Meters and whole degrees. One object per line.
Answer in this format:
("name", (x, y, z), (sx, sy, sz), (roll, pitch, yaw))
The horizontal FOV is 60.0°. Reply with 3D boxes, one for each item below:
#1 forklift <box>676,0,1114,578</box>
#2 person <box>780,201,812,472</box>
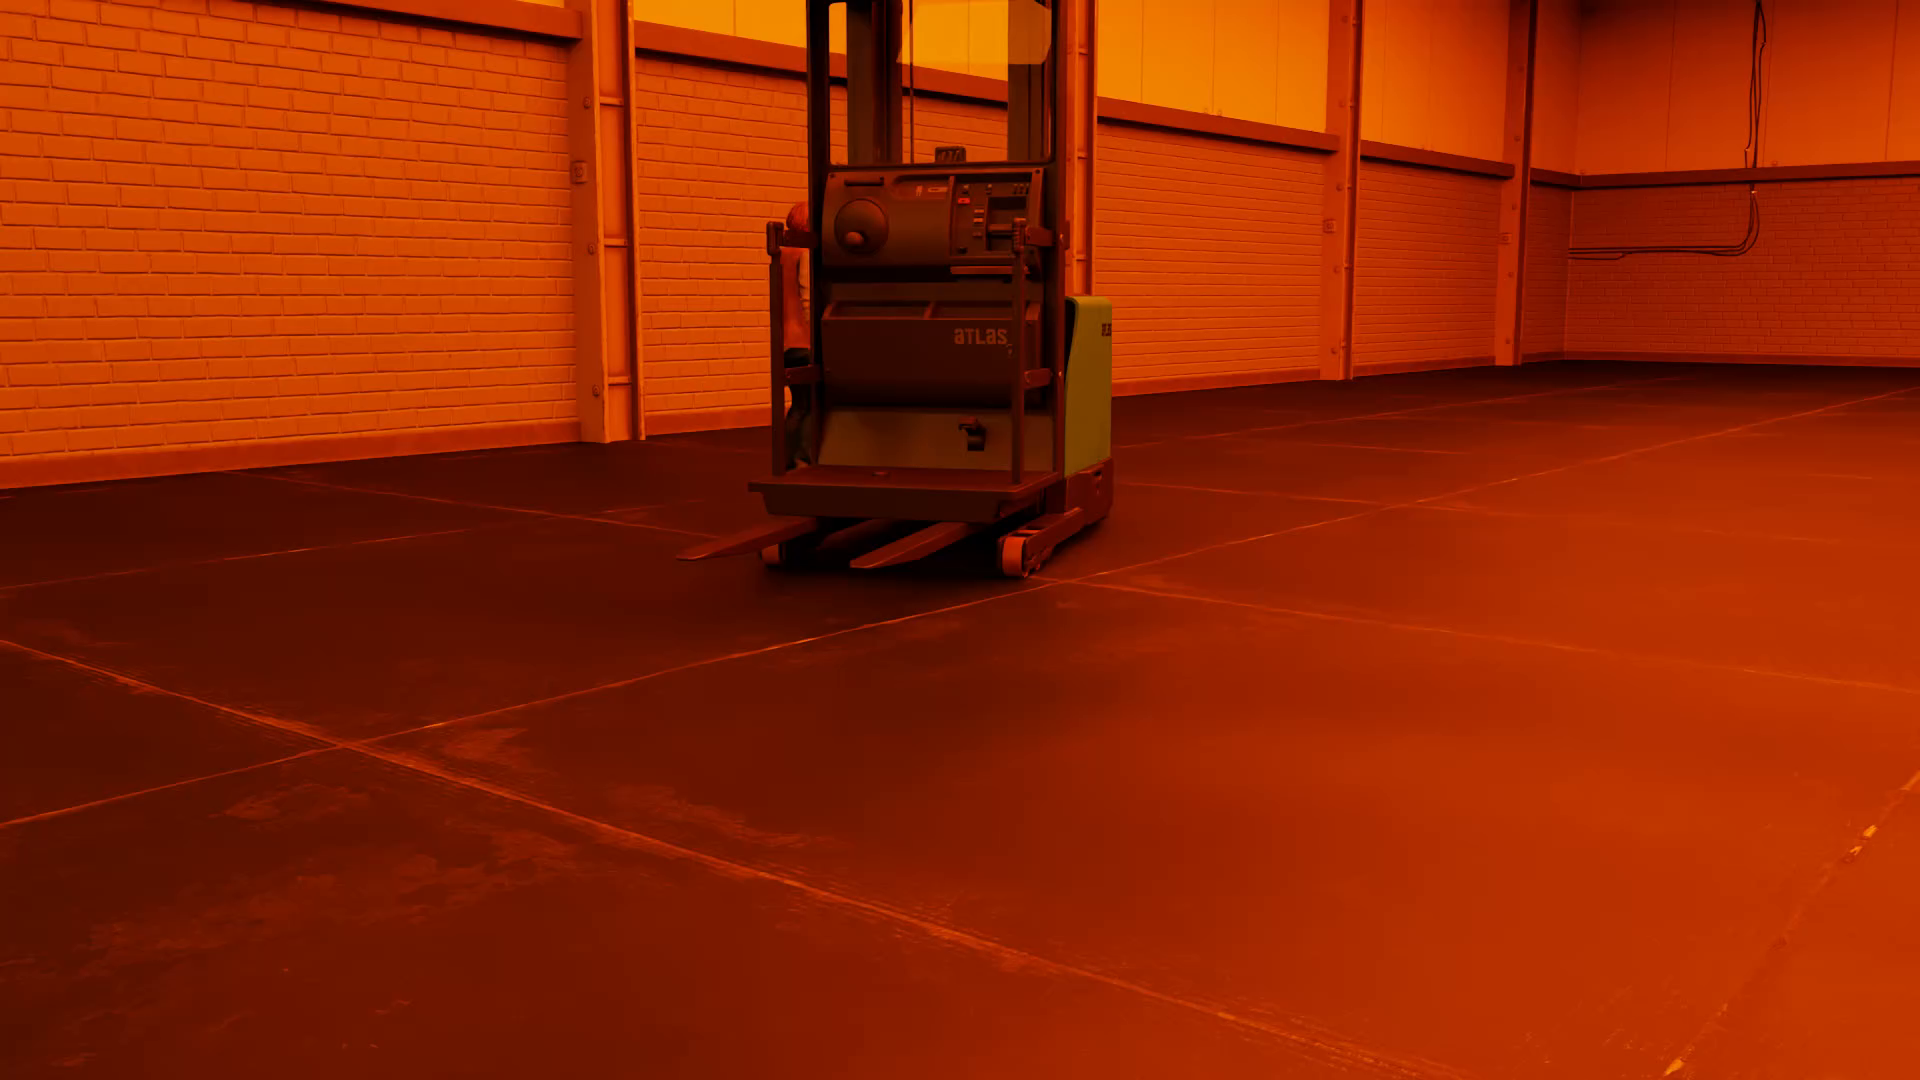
("forklift", (-0.176, -1.366, 6.616), (1.130, 2.935, 3.031), (3, 9, 17))
("person", (-0.852, -1.055, 9.139), (0.343, 1.586, 0.579), (-5, 10, -30))
